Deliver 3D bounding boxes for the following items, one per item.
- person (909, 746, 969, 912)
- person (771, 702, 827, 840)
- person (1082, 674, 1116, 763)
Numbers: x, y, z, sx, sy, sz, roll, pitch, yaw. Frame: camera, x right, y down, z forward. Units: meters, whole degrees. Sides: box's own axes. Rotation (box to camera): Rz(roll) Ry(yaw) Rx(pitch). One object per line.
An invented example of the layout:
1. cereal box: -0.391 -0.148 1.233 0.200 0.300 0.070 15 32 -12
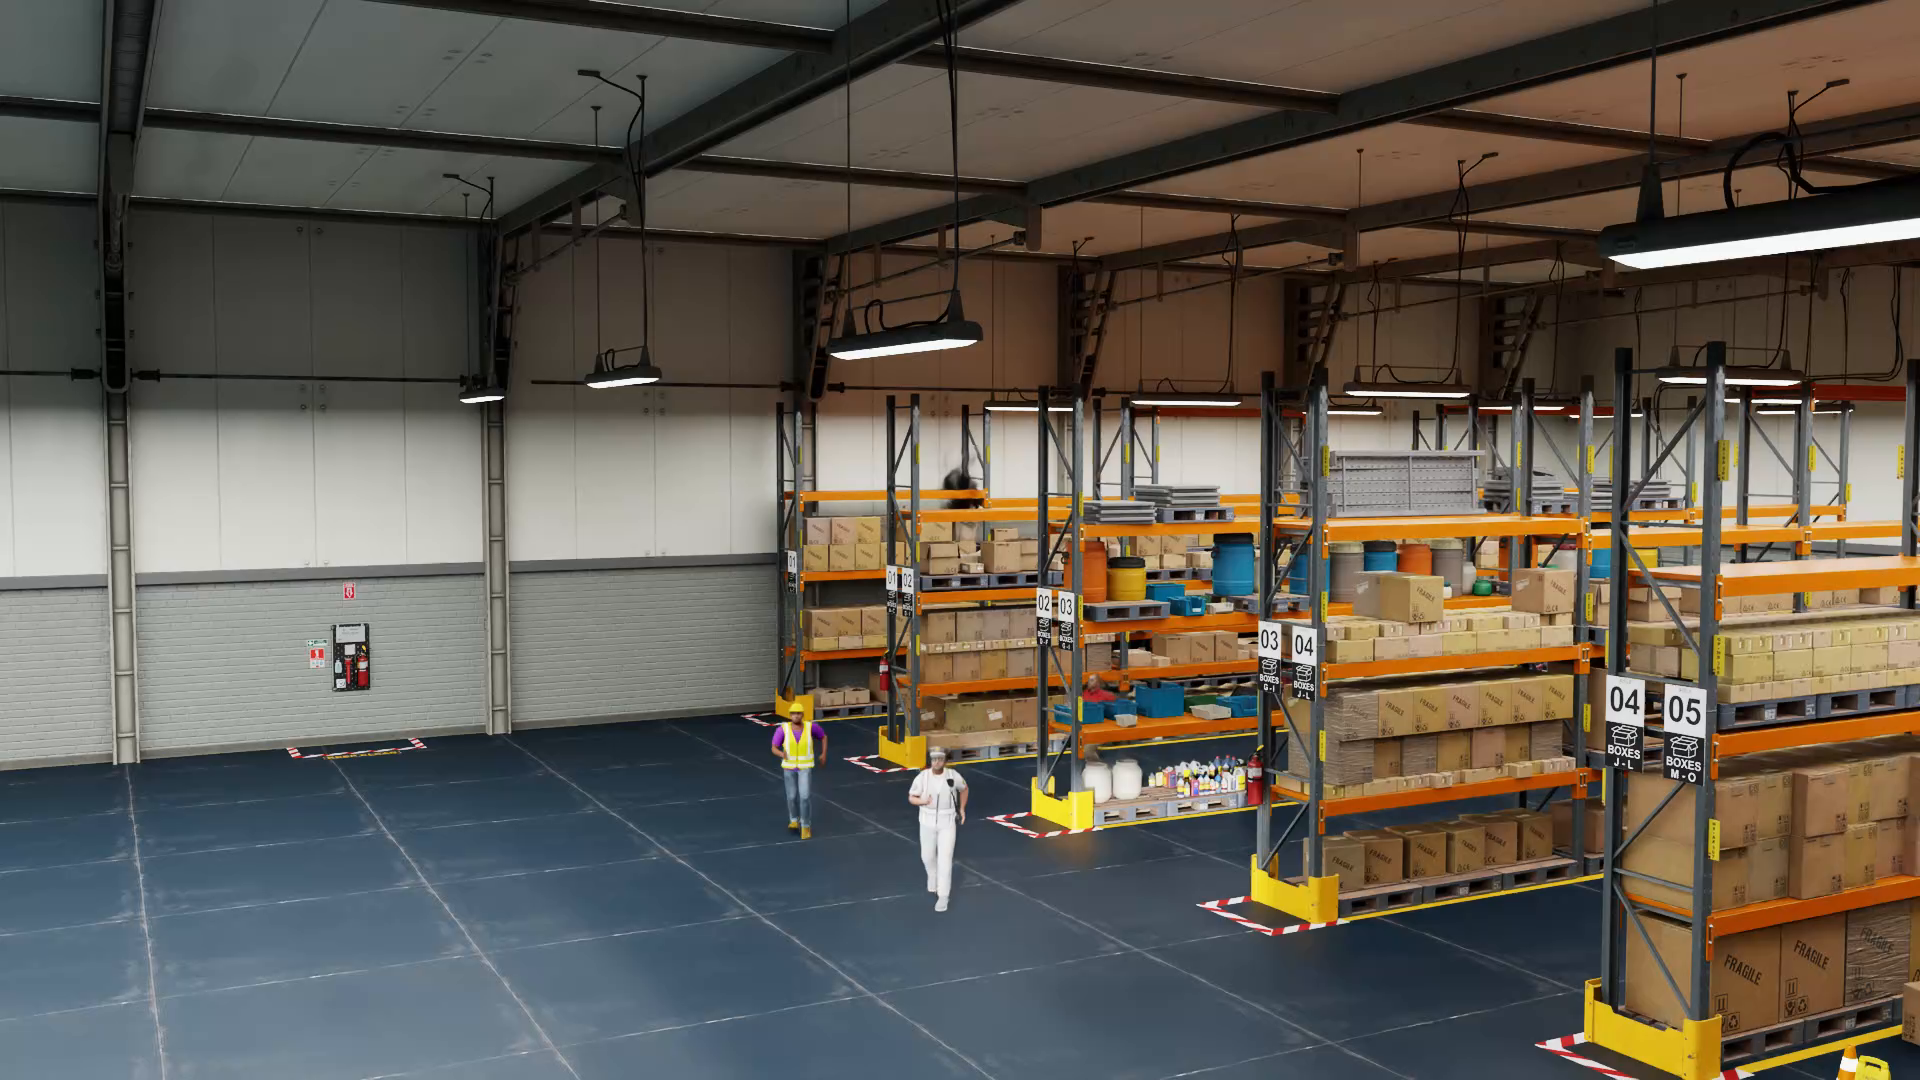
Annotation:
1. person: -0.245 3.192 18.766 0.662 1.768 0.987 0 3 5
2. person: -2.131 3.058 21.979 0.726 1.839 0.744 0 3 -1
3. person: 1.983 2.895 25.185 0.651 1.733 0.645 -3 4 -39
